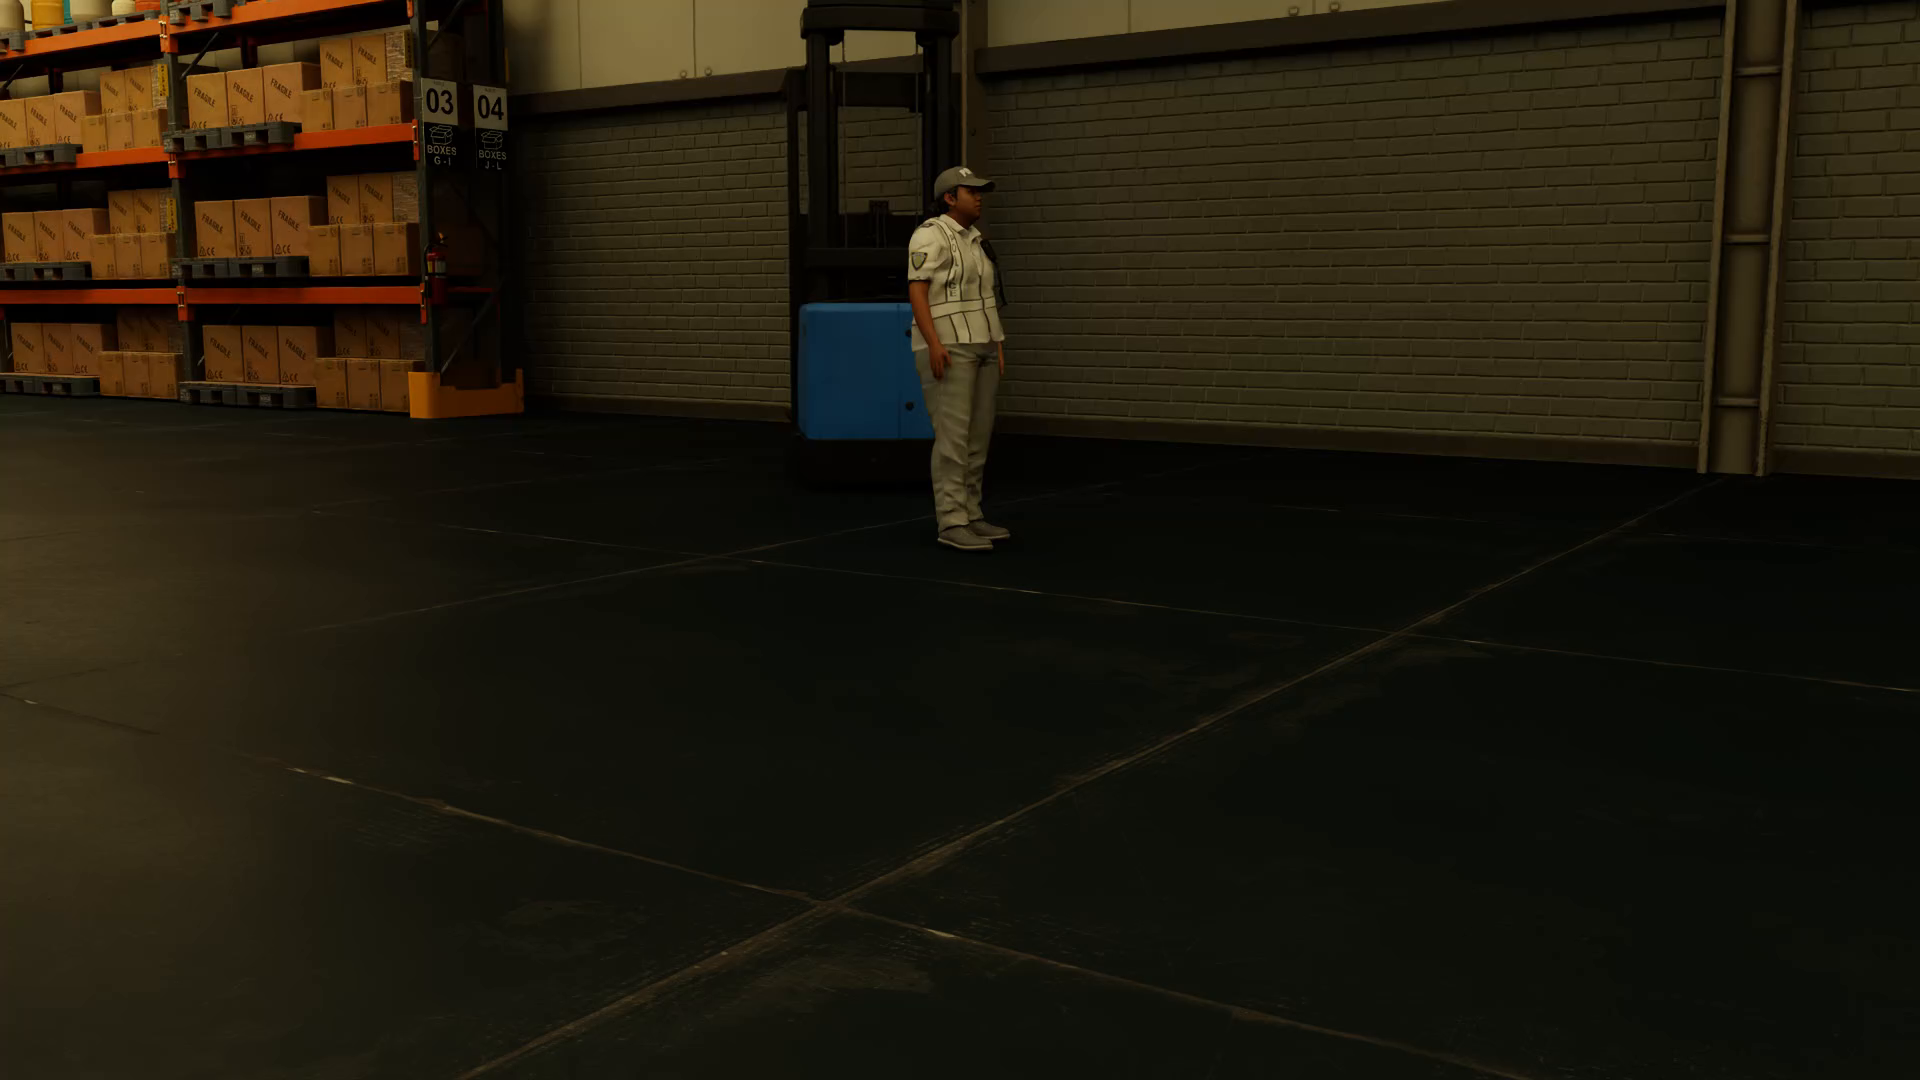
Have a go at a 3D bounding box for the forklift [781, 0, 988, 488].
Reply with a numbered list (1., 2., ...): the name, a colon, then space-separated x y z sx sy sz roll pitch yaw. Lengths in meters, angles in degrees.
1. forklift: -0.573 -1.925 10.727 1.130 2.935 3.031 -1 8 -9

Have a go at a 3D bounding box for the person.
1. person: 0.051 -0.823 7.424 0.529 1.670 0.598 5 10 34
